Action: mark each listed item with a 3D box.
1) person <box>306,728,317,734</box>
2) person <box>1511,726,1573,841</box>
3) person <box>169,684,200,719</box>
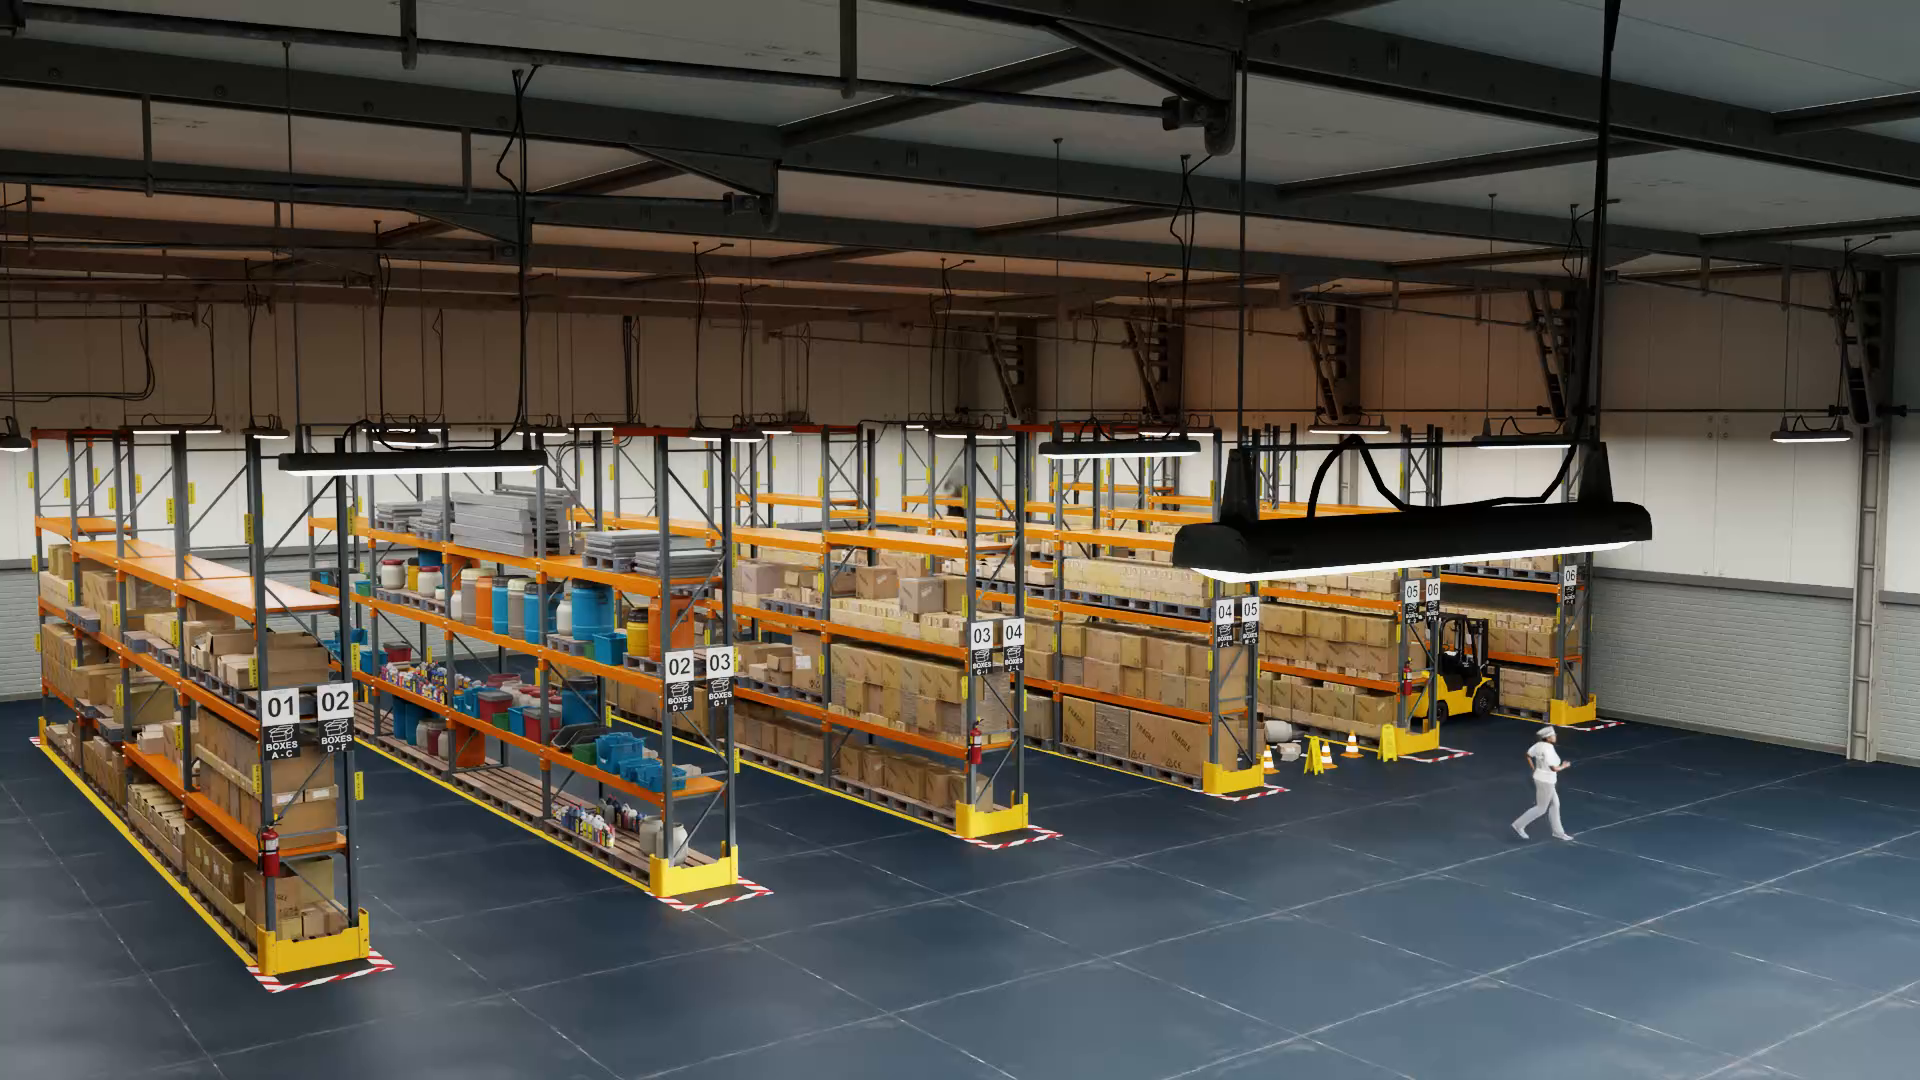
[{"bbox_3d":[-11.065,3.308,28.130,0.904,1.613,0.561,4,6,42],"label":"person"},{"bbox_3d":[8.550,3.553,24.308,0.855,1.702,0.604,0,4,5],"label":"person"},{"bbox_3d":[-15.039,2.933,32.333,0.667,1.718,0.729,3,5,31],"label":"person"}]
